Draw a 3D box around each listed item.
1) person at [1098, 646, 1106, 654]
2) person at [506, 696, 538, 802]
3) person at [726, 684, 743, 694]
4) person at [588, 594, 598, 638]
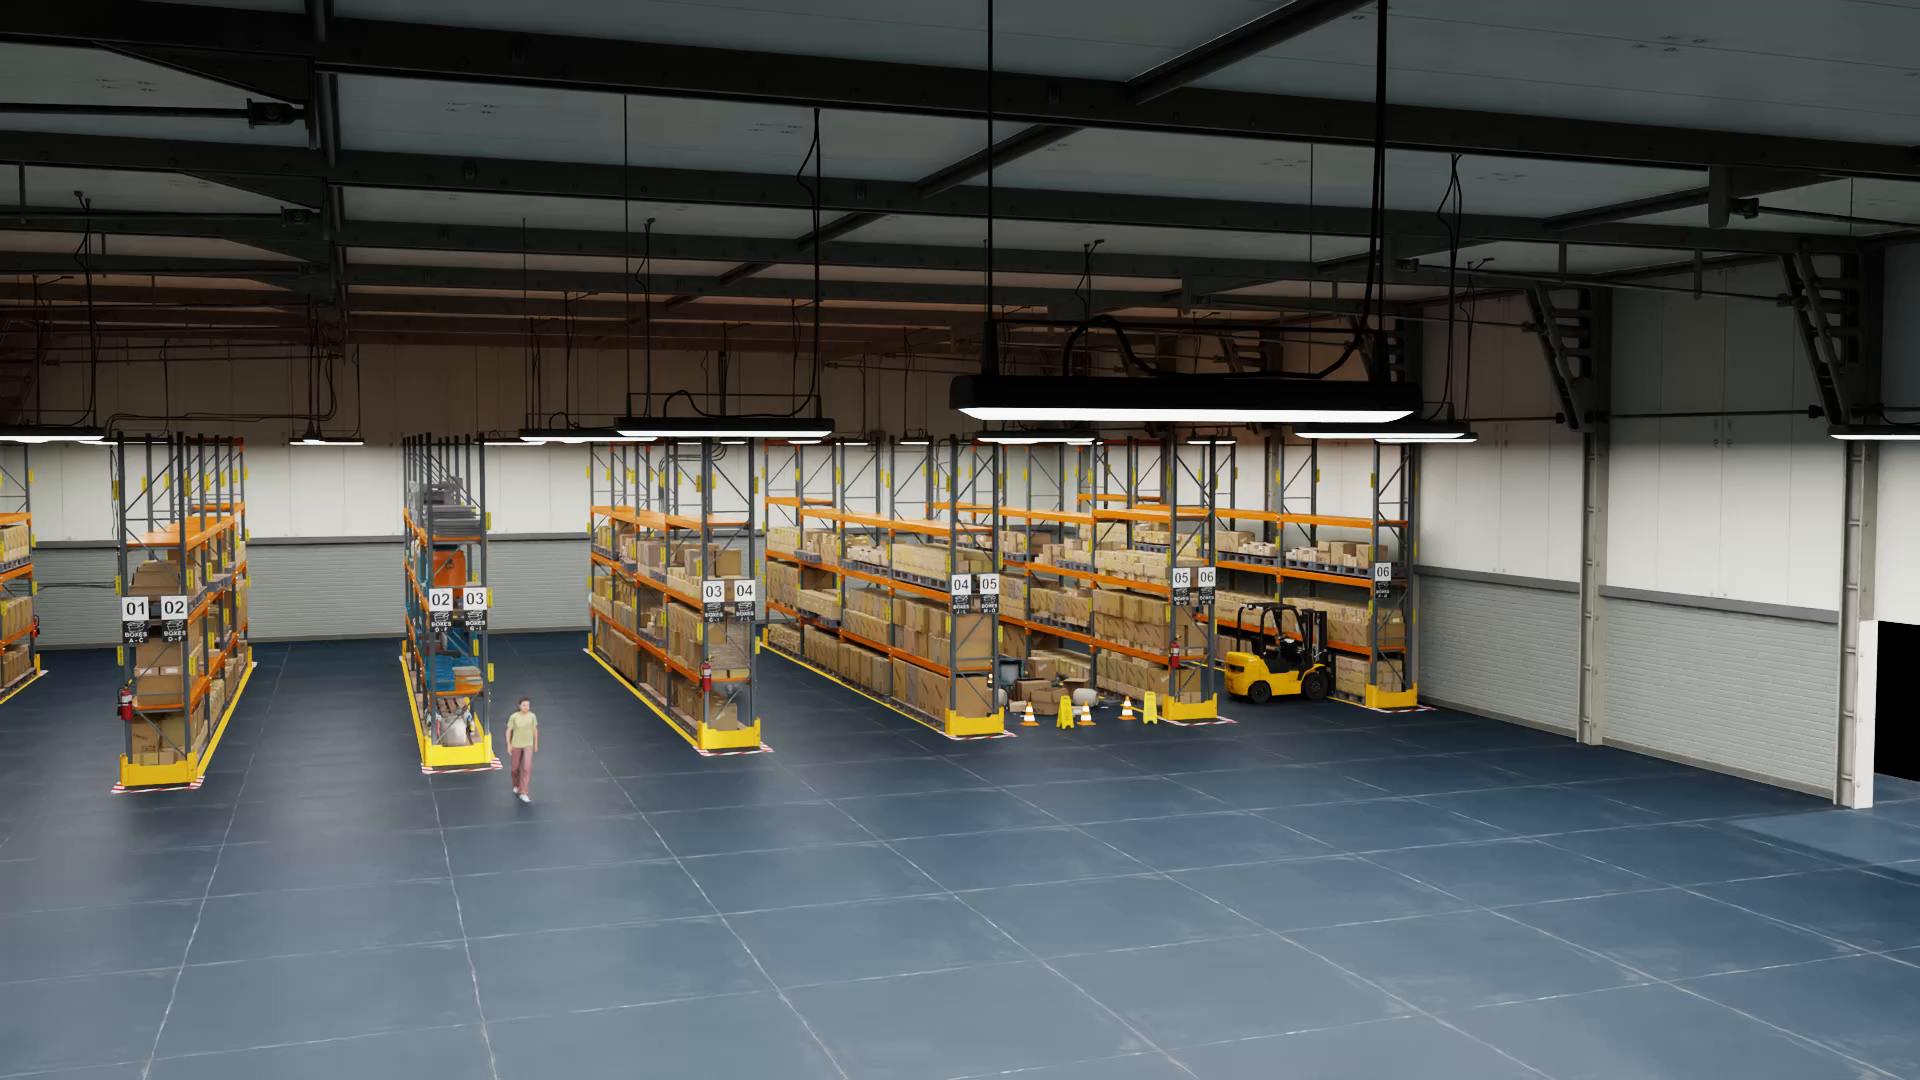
[{"bbox_3d":[3.687,2.499,42.935,0.521,1.678,0.448,-1,3,-10],"label":"person"},{"bbox_3d":[-7.157,3.396,27.238,0.522,1.658,0.801,-1,3,-23],"label":"person"},{"bbox_3d":[-5.348,2.695,38.707,0.564,1.770,0.526,0,3,-6],"label":"person"},{"bbox_3d":[-10.969,2.148,50.074,0.436,1.578,1.113,0,3,-4],"label":"person"}]
